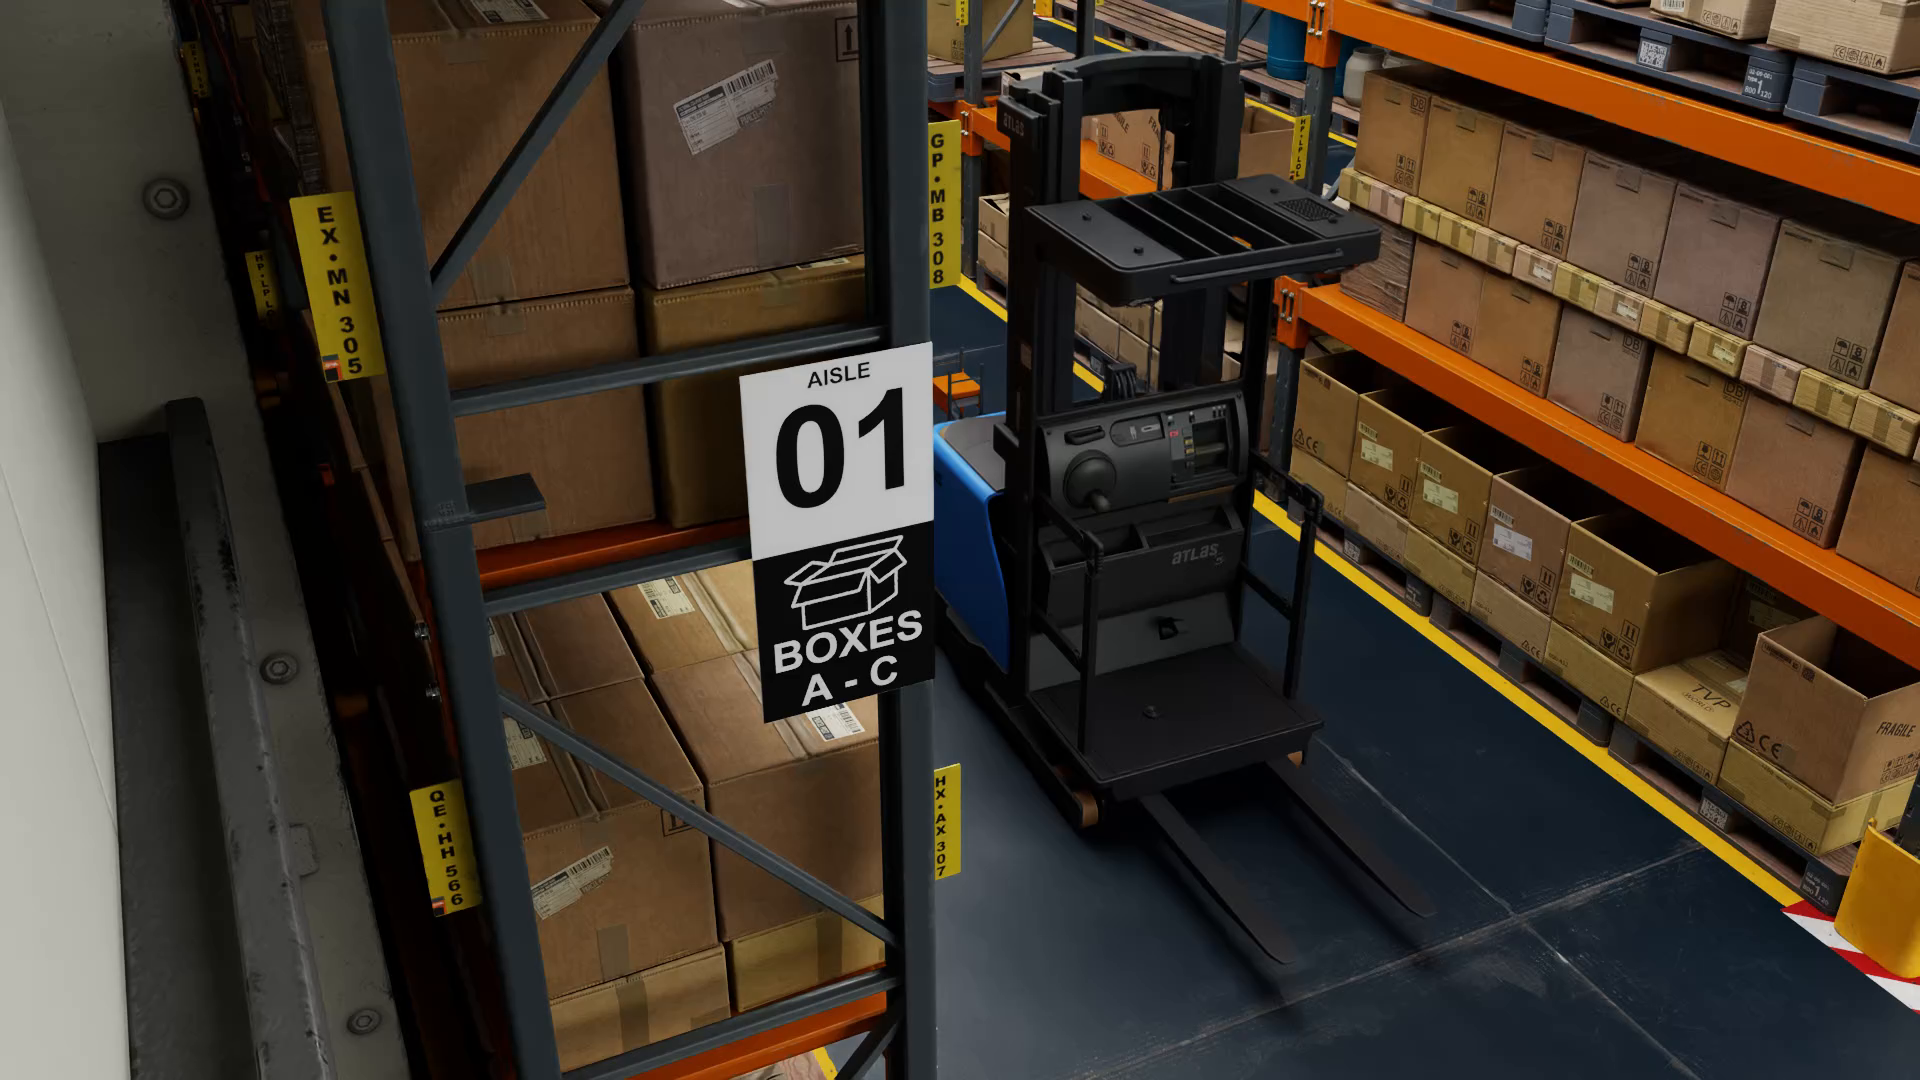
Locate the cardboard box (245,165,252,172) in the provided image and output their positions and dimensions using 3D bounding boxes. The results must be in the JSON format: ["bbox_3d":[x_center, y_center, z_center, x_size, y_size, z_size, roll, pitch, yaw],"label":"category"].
[{"bbox_3d":[-4.340,-2.359,10.458,0.380,0.149,0.250,-13,32,-21],"label":"cardboard box"}]

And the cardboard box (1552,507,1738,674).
[{"bbox_3d":[2.997,0.198,7.276,0.500,0.500,0.500,-13,32,-22],"label":"cardboard box"}]

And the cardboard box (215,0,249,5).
[{"bbox_3d":[-2.299,-2.123,5.589,0.500,0.500,0.500,-12,32,-21],"label":"cardboard box"}]

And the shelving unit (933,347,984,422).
[{"bbox_3d":[-0.023,-0.482,8.867,0.215,1.050,0.252,-13,32,-22],"label":"shelving unit"}]

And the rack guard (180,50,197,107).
[{"bbox_3d":[-7.413,-4.824,17.173,1.175,0.500,0.348,-13,32,-22],"label":"rack guard"}]

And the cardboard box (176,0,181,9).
[{"bbox_3d":[-6.534,-5.154,14.898,0.980,0.700,0.700,-15,32,-24],"label":"cardboard box"}]

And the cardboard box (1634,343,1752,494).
[{"bbox_3d":[3.312,-0.582,6.950,0.700,0.500,0.500,-13,32,-22],"label":"cardboard box"}]

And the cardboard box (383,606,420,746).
[{"bbox_3d":[-1.582,0.384,5.463,0.500,0.250,0.500,-13,32,-21],"label":"cardboard box"}]

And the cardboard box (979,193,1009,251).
[{"bbox_3d":[0.463,-2.347,12.009,0.500,0.311,0.500,-12,31,-20],"label":"cardboard box"}]

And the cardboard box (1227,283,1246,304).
[{"bbox_3d":[1.835,-1.559,10.603,0.500,0.311,0.500,-14,32,-24],"label":"cardboard box"}]

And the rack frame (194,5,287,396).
[{"bbox_3d":[-3.969,-2.370,10.241,1.000,3.000,0.127,-13,32,-22],"label":"rack frame"}]

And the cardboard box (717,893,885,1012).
[{"bbox_3d":[-0.457,0.938,4.474,0.500,0.250,0.500,-14,32,-23],"label":"cardboard box"}]

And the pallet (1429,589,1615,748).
[{"bbox_3d":[3.052,0.471,8.025,1.003,0.211,1.213,-13,32,-22],"label":"pallet"}]

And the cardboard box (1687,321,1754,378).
[{"bbox_3d":[3.159,-0.789,6.656,0.380,0.149,0.250,-12,31,-20],"label":"cardboard box"}]

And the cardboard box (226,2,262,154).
[{"bbox_3d":[-2.269,-1.694,5.846,0.500,0.500,0.500,-12,31,-20],"label":"cardboard box"}]

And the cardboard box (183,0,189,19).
[{"bbox_3d":[-5.053,-3.707,11.431,0.500,0.250,0.500,-14,32,-23],"label":"cardboard box"}]

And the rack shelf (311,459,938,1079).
[{"bbox_3d":[-1.393,0.594,5.690,1.077,0.370,4.000,-13,32,-22],"label":"rack shelf"}]

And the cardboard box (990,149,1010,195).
[{"bbox_3d":[0.566,-2.774,13.068,0.500,0.500,0.500,-12,31,-20],"label":"cardboard box"}]

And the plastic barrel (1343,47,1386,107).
[{"bbox_3d":[3.946,-4.490,16.136,0.421,0.512,0.421,0,29,0],"label":"plastic barrel"}]

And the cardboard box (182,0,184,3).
[{"bbox_3d":[-5.273,-3.938,11.844,0.500,0.250,0.500,-14,32,-24],"label":"cardboard box"}]

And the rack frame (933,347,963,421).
[{"bbox_3d":[-0.075,-0.535,8.963,0.200,1.050,0.008,-13,32,-22],"label":"rack frame"}]

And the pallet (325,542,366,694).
[{"bbox_3d":[-2.587,0.270,8.384,1.003,0.211,1.213,-13,32,-22],"label":"pallet"}]

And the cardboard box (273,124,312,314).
[{"bbox_3d":[-1.386,-0.770,4.198,0.500,0.500,0.500,-15,32,-24],"label":"cardboard box"}]

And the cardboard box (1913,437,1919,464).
[{"bbox_3d":[3.602,-0.333,5.843,0.380,0.149,0.250,-14,32,-23],"label":"cardboard box"}]

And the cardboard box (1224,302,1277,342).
[{"bbox_3d":[1.559,-1.220,9.999,0.500,0.311,0.500,-12,32,-21],"label":"cardboard box"}]

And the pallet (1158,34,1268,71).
[{"bbox_3d":[2.911,-5.317,18.348,1.003,0.211,1.213,-13,32,-22],"label":"pallet"}]

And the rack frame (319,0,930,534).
[{"bbox_3d":[-0.534,-1.453,2.471,1.000,3.000,0.127,-13,32,-22],"label":"rack frame"}]

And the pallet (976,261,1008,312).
[{"bbox_3d":[0.822,-1.824,12.117,1.003,0.211,1.213,-13,32,-22],"label":"pallet"}]

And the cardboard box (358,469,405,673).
[{"bbox_3d":[-1.578,0.056,5.281,0.500,0.500,0.500,-13,32,-21],"label":"cardboard box"}]

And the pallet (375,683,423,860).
[{"bbox_3d":[-1.931,0.903,7.256,1.003,0.211,1.213,-13,32,-22],"label":"pallet"}]

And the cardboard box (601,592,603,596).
[{"bbox_3d":[-0.887,0.170,5.078,0.500,0.500,0.500,-14,32,-24],"label":"cardboard box"}]

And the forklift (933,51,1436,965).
[{"bbox_3d":[0.856,-0.315,6.647,1.130,2.935,3.031,-12,31,-20],"label":"forklift"}]

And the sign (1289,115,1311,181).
[{"bbox_3d":[1.735,-1.997,8.473,0.100,0.325,0.005,-13,32,-22],"label":"sign"}]

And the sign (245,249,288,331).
[{"bbox_3d":[-2.751,-0.990,6.596,0.100,0.325,0.005,-13,32,-22],"label":"sign"}]

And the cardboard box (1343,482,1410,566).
[{"bbox_3d":[2.356,-0.138,8.643,0.500,0.250,0.500,-13,32,-22],"label":"cardboard box"}]

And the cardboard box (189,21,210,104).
[{"bbox_3d":[-5.060,-3.381,11.618,0.500,0.500,0.500,-12,31,-21],"label":"cardboard box"}]

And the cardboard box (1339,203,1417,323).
[{"bbox_3d":[2.417,-1.494,8.576,0.700,0.500,0.500,-14,32,-23],"label":"cardboard box"}]

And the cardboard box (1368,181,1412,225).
[{"bbox_3d":[2.269,-1.701,8.283,0.380,0.149,0.250,-13,32,-21],"label":"cardboard box"}]

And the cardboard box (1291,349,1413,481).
[{"bbox_3d":[2.137,-0.685,8.851,0.500,0.500,0.500,-13,32,-22],"label":"cardboard box"}]

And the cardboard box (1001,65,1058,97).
[{"bbox_3d":[0.620,-3.203,11.817,0.500,0.311,0.500,-11,31,-19],"label":"cardboard box"}]

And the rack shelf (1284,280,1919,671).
[{"bbox_3d":[3.080,-0.447,7.548,1.077,0.370,4.000,-13,32,-22],"label":"rack shelf"}]

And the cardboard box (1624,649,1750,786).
[{"bbox_3d":[3.216,0.745,7.067,0.500,0.250,0.500,-13,32,-22],"label":"cardboard box"}]

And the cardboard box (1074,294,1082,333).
[{"bbox_3d":[0.909,-1.652,11.343,0.500,0.250,0.500,-14,32,-23],"label":"cardboard box"}]

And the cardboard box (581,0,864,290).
[{"bbox_3d":[-0.480,-0.854,3.325,0.500,0.500,0.500,-16,33,-25],"label":"cardboard box"}]

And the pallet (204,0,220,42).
[{"bbox_3d":[-2.868,-2.582,7.744,1.213,0.211,1.003,-13,32,-22],"label":"pallet"}]

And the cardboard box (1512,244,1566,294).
[{"bbox_3d":[2.718,-1.243,7.467,0.380,0.149,0.250,-14,32,-23],"label":"cardboard box"}]

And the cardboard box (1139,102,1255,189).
[{"bbox_3d":[1.465,-2.485,10.344,0.500,0.500,0.500,-13,32,-22],"label":"cardboard box"}]

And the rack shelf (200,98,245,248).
[{"bbox_3d":[-4.827,-2.940,11.992,1.077,0.370,4.000,-13,32,-22],"label":"rack shelf"}]

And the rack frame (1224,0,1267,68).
[{"bbox_3d":[3.262,-6.217,17.101,1.000,3.000,0.127,-13,32,-22],"label":"rack frame"}]

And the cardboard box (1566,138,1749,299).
[{"bbox_3d":[3.064,-1.394,7.073,0.700,0.500,0.500,-13,32,-22],"label":"cardboard box"}]

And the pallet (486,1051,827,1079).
[{"bbox_3d":[-0.884,1.980,5.334,1.003,0.211,1.213,-13,32,-22],"label":"pallet"}]
